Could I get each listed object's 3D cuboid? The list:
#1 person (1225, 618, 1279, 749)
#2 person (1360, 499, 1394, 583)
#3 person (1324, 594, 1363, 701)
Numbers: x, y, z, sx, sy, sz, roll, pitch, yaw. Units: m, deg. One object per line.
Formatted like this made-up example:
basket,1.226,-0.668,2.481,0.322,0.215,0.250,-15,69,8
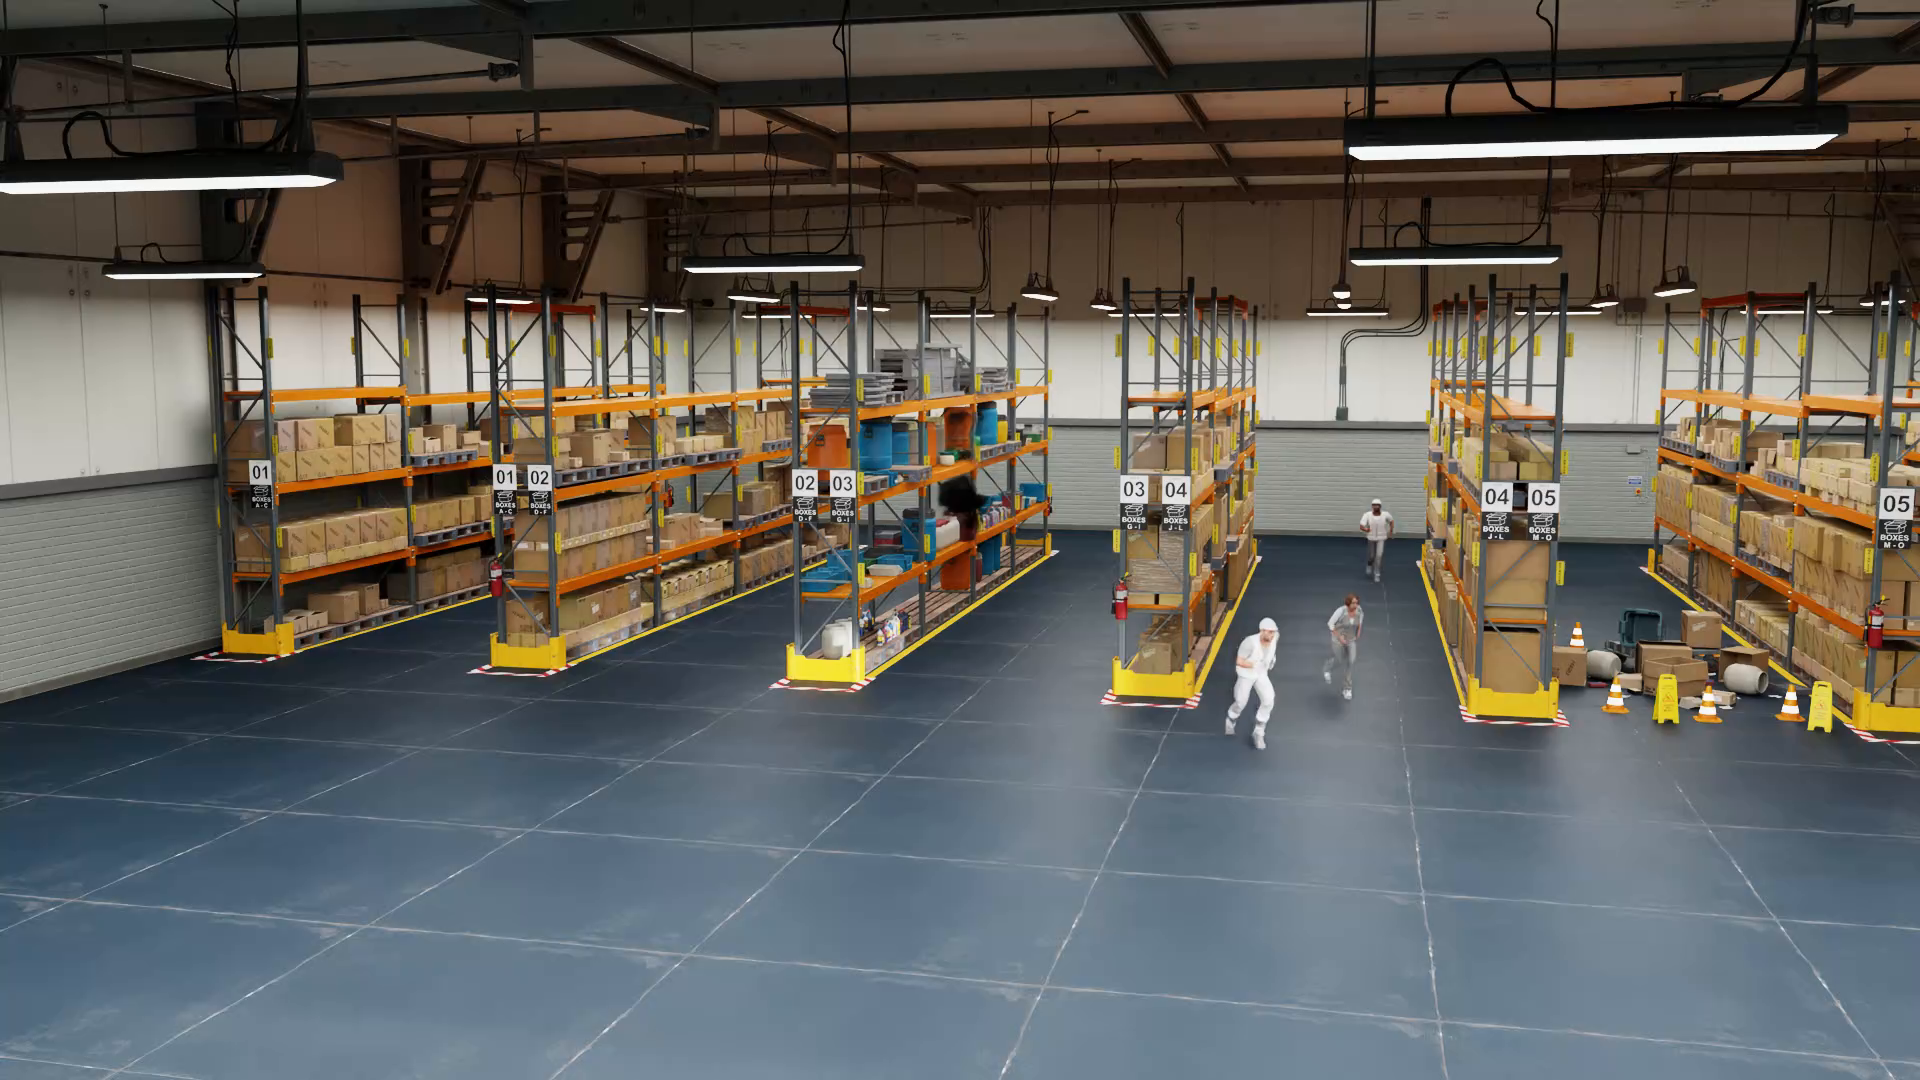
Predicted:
person,3.705,1.786,21.059,0.707,1.711,1.010,-3,7,-24
person,9.019,-0.008,36.009,0.710,1.772,0.978,2,7,15
person,5.533,1.498,24.148,0.568,1.547,0.912,-2,7,-16
